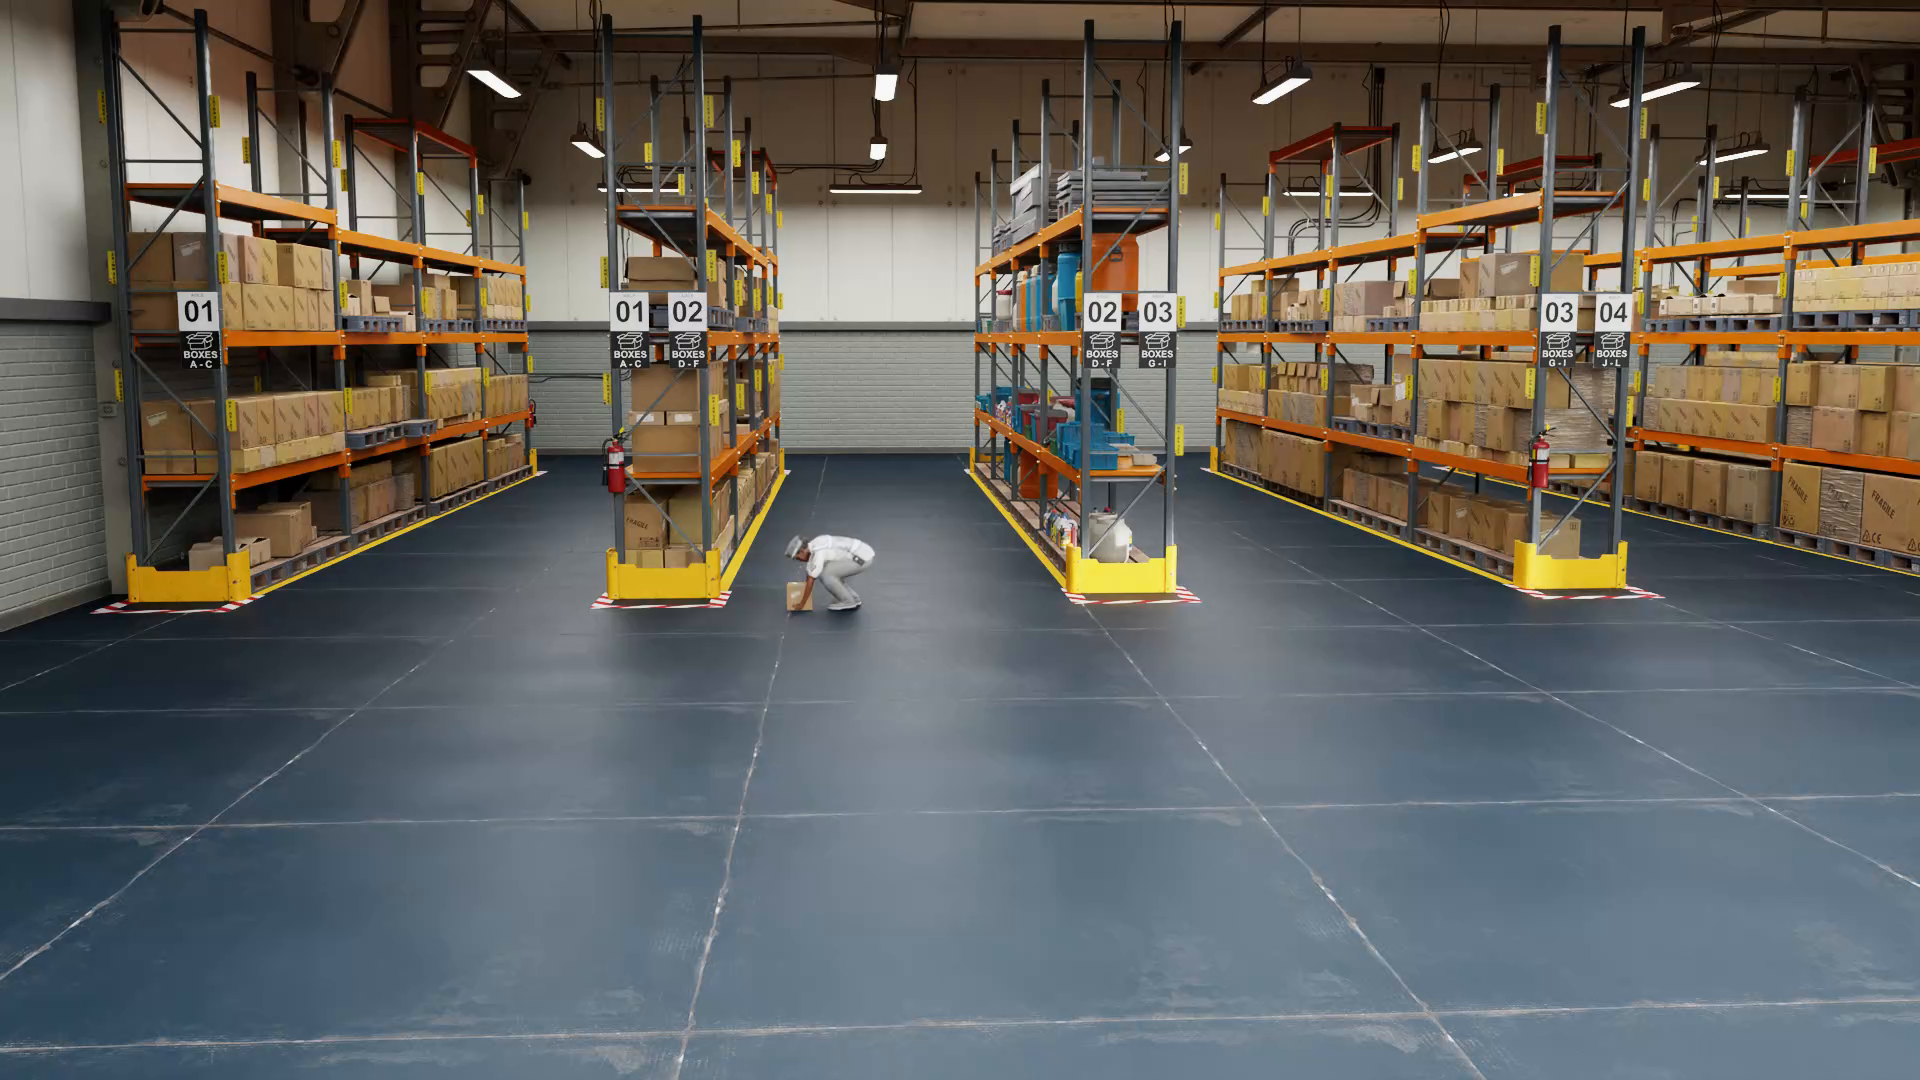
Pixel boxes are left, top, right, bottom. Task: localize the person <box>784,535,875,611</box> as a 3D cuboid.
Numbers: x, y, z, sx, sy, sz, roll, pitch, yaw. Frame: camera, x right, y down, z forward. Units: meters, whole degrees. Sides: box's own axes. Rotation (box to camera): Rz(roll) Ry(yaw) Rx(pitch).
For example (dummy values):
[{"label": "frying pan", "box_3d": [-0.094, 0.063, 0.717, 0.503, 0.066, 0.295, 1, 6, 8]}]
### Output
[{"label": "person", "box_3d": [-1.324, 0.330, 16.885, 0.924, 0.765, 0.450, -1, 7, -5]}]
